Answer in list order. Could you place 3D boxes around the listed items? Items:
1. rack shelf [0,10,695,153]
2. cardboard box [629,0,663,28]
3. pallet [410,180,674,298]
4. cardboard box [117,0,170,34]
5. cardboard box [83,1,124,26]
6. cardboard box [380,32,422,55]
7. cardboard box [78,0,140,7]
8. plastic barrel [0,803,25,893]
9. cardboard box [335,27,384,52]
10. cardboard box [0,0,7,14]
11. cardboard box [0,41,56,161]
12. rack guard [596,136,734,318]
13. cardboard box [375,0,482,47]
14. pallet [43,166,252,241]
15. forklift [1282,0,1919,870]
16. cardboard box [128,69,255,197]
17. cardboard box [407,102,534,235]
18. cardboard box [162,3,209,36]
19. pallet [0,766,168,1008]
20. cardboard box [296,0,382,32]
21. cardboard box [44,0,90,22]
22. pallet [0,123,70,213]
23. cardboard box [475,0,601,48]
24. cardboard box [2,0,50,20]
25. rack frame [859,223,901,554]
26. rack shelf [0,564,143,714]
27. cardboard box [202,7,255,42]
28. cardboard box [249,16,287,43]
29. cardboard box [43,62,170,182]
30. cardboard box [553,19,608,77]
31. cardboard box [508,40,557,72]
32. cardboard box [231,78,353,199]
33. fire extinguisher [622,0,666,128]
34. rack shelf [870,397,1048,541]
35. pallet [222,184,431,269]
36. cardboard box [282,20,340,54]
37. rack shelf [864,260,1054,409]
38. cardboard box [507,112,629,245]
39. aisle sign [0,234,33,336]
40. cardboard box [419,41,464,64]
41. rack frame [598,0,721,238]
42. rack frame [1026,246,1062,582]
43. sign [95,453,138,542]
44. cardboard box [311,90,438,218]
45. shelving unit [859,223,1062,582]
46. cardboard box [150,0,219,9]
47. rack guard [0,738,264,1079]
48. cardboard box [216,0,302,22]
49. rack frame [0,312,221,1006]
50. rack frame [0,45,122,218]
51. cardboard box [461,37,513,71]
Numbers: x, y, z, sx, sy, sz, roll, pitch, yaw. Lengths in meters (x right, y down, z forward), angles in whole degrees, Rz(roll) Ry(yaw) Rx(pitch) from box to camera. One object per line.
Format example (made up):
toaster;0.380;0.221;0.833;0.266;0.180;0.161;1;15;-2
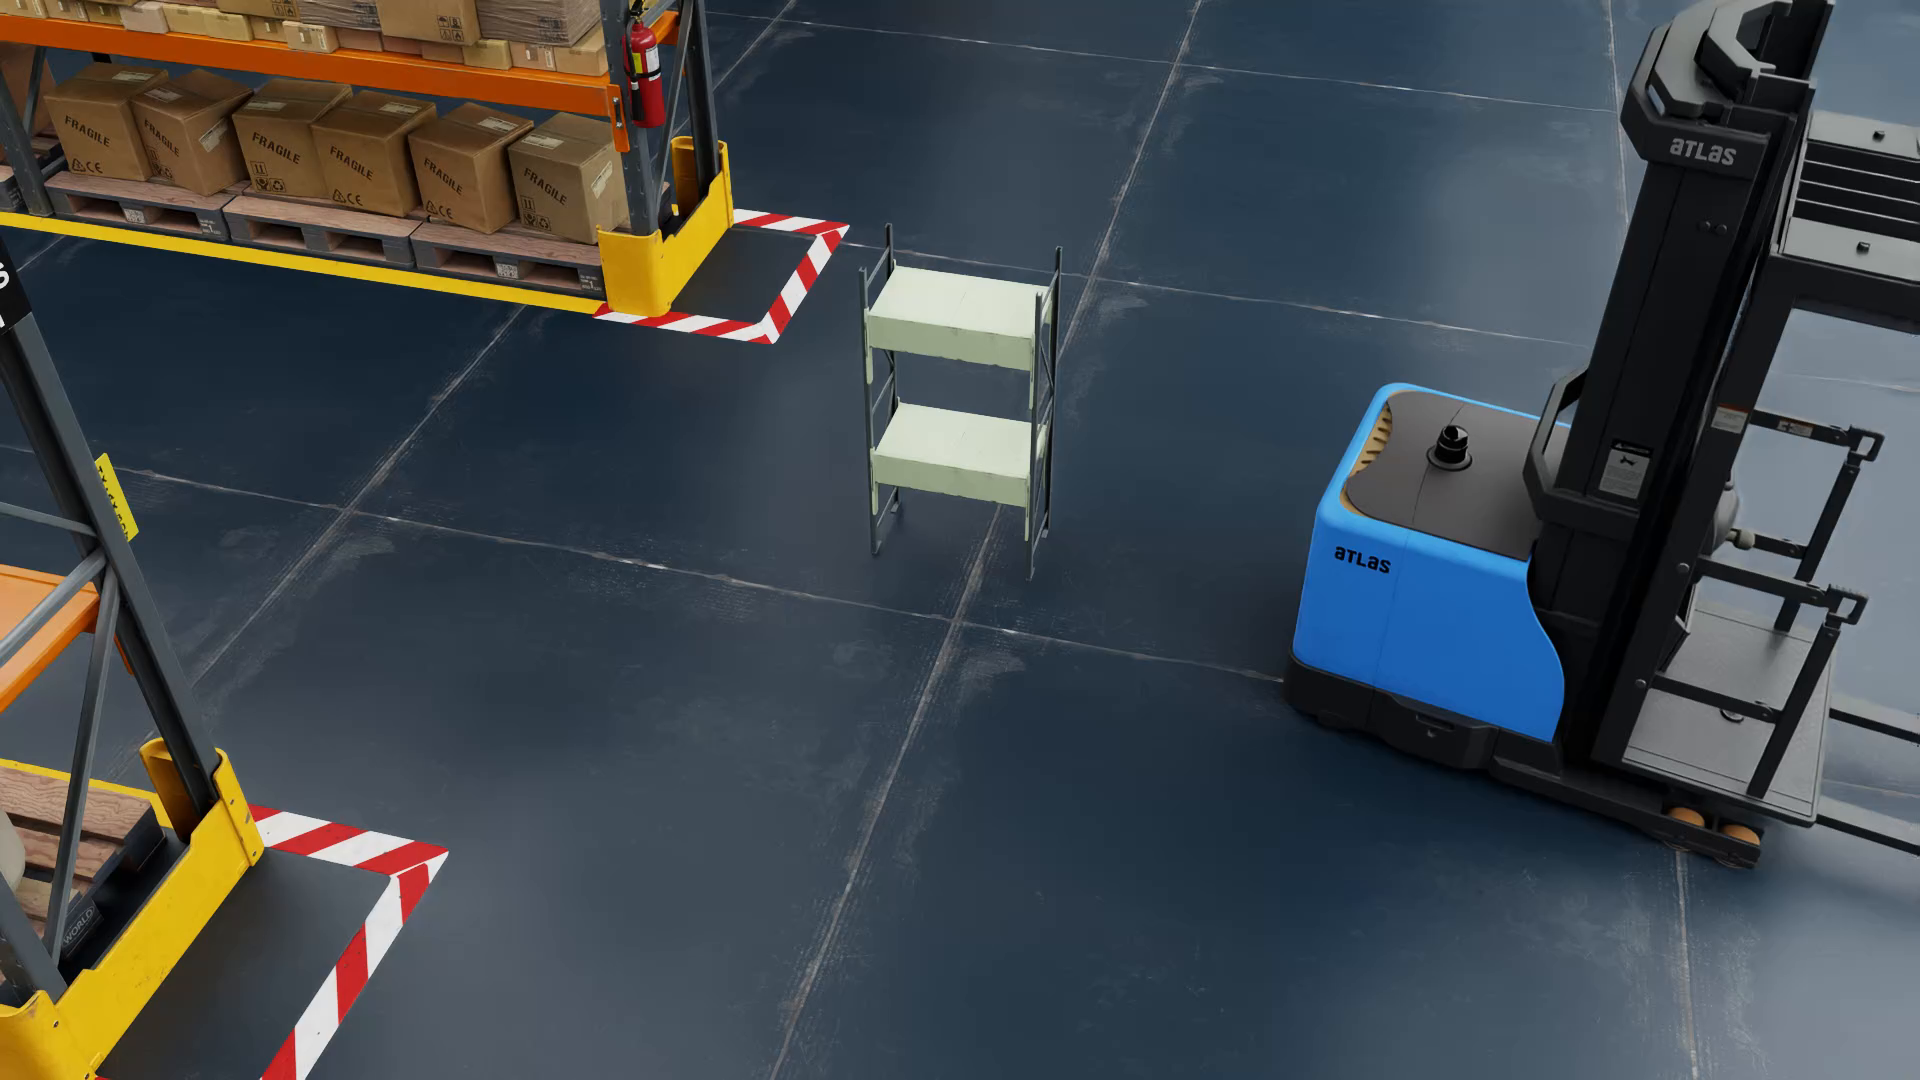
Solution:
rack shelf;-3.524;-2.809;9.321;4.000;0.370;1.077;10;41;11
cardboard box;-1.805;-2.851;9.008;0.250;0.149;0.380;10;41;11
pallet;-2.441;-1.853;9.793;1.213;0.211;1.003;10;41;11
cardboard box;-4.364;-2.921;9.091;0.250;0.149;0.380;10;41;11
cardboard box;-4.595;-2.988;9.171;0.250;0.149;0.380;10;41;11
cardboard box;-2.885;-2.745;8.881;0.250;0.149;0.380;10;41;11
cardboard box;-4.563;-3.351;9.098;0.500;0.500;0.875;10;41;11
plastic barrel;-3.527;1.055;5.769;0.421;0.512;0.421;0;40;0
cardboard box;-3.132;-2.772;8.914;0.250;0.149;0.380;10;41;11
cardboard box;-5.326;-3.098;9.301;0.250;0.149;0.380;10;41;11
cardboard box;-6.043;-2.743;10.286;0.500;0.500;0.700;7;41;8
rack guard;-1.665;-1.807;9.513;0.348;0.500;1.175;10;41;11
cardboard box;-2.630;-3.021;8.706;0.500;0.500;0.875;10;41;11
pallet;-4.798;-2.259;10.276;1.213;0.211;1.003;10;41;11
forklift;2.887;-0.277;5.801;3.031;2.935;1.130;17;43;20
cardboard box;-4.524;-2.438;9.938;0.500;0.500;0.500;23;45;25
cardboard box;-2.777;-2.148;9.592;0.500;0.500;0.500;20;44;23
cardboard box;-4.112;-2.905;9.072;0.250;0.149;0.380;10;41;11
pallet;-3.741;1.272;6.072;1.213;0.211;1.003;10;41;11
cardboard box;-3.102;-3.131;8.836;0.500;0.500;0.875;10;41;11
cardboard box;-4.839;-3.024;9.213;0.250;0.149;0.380;10;41;11
pallet;-6.208;-2.477;10.536;1.213;0.211;1.003;10;41;11
cardboard box;-2.116;-3.012;8.695;0.500;0.500;0.875;10;41;11
cardboard box;-5.088;-3.048;9.242;0.250;0.149;0.380;10;41;11
rack frame;-0.347;-0.634;7.339;0.023;1.500;0.400;10;41;11
rack shelf;-4.804;0.268;5.657;4.000;0.370;1.077;10;41;11
cardboard box;-3.873;-2.857;9.014;0.250;0.149;0.380;10;41;11
cardboard box;-3.620;-2.843;8.999;0.250;0.149;0.380;10;41;11
cardboard box;-5.080;-2.529;10.046;0.500;0.500;0.500;9;41;10
cardboard box;-1.920;-2.575;8.678;0.250;0.149;0.380;10;41;11
cardboard box;-2.162;-2.616;8.728;0.250;0.149;0.380;10;41;11
cardboard box;-3.904;-2.384;9.873;0.500;0.500;0.500;6;40;8
fire extinguisher;-1.600;-2.417;8.355;0.183;0.674;0.296;10;41;11
rack shelf;0.006;-0.324;7.476;0.720;0.370;0.431;10;41;11
pallet;-3.615;-2.058;10.036;1.213;0.211;1.003;10;41;11
cardboard box;-3.396;-2.759;8.898;0.250;0.149;0.380;10;41;11
rack shelf;0.006;-0.872;7.015;0.720;0.370;0.431;10;41;11
cardboard box;-2.190;-2.069;9.499;0.500;0.500;0.500;17;43;19
aisle sign;-2.727;-0.840;4.396;0.004;0.787;0.394;10;41;11
cardboard box;-2.654;-2.677;8.801;0.250;0.149;0.380;10;41;11
rack frame;-1.592;-2.752;8.694;0.127;3.000;1.000;10;41;11
rack frame;0.360;-0.512;7.194;0.023;1.500;0.400;10;41;11
sign;-2.725;-0.122;5.347;0.005;0.325;0.100;10;41;11
cardboard box;-3.377;-2.263;9.730;0.500;0.500;0.500;13;42;15
shelving unit;0.006;-0.573;7.266;0.755;1.500;0.431;10;41;11
cardboard box;-4.054;-3.330;9.074;0.500;0.500;0.875;10;41;11
rack guard;-2.957;1.299;5.814;0.348;0.500;1.175;10;41;11
cardboard box;-3.582;-3.221;8.944;0.500;0.500;0.875;10;41;11
rack frame;-2.872;0.325;5.030;0.127;3.000;1.000;10;41;11
rack frame;-5.456;-3.417;9.486;0.127;3.000;1.000;10;41;11
cardboard box;-2.416;-2.626;8.740;0.250;0.149;0.380;10;41;11
